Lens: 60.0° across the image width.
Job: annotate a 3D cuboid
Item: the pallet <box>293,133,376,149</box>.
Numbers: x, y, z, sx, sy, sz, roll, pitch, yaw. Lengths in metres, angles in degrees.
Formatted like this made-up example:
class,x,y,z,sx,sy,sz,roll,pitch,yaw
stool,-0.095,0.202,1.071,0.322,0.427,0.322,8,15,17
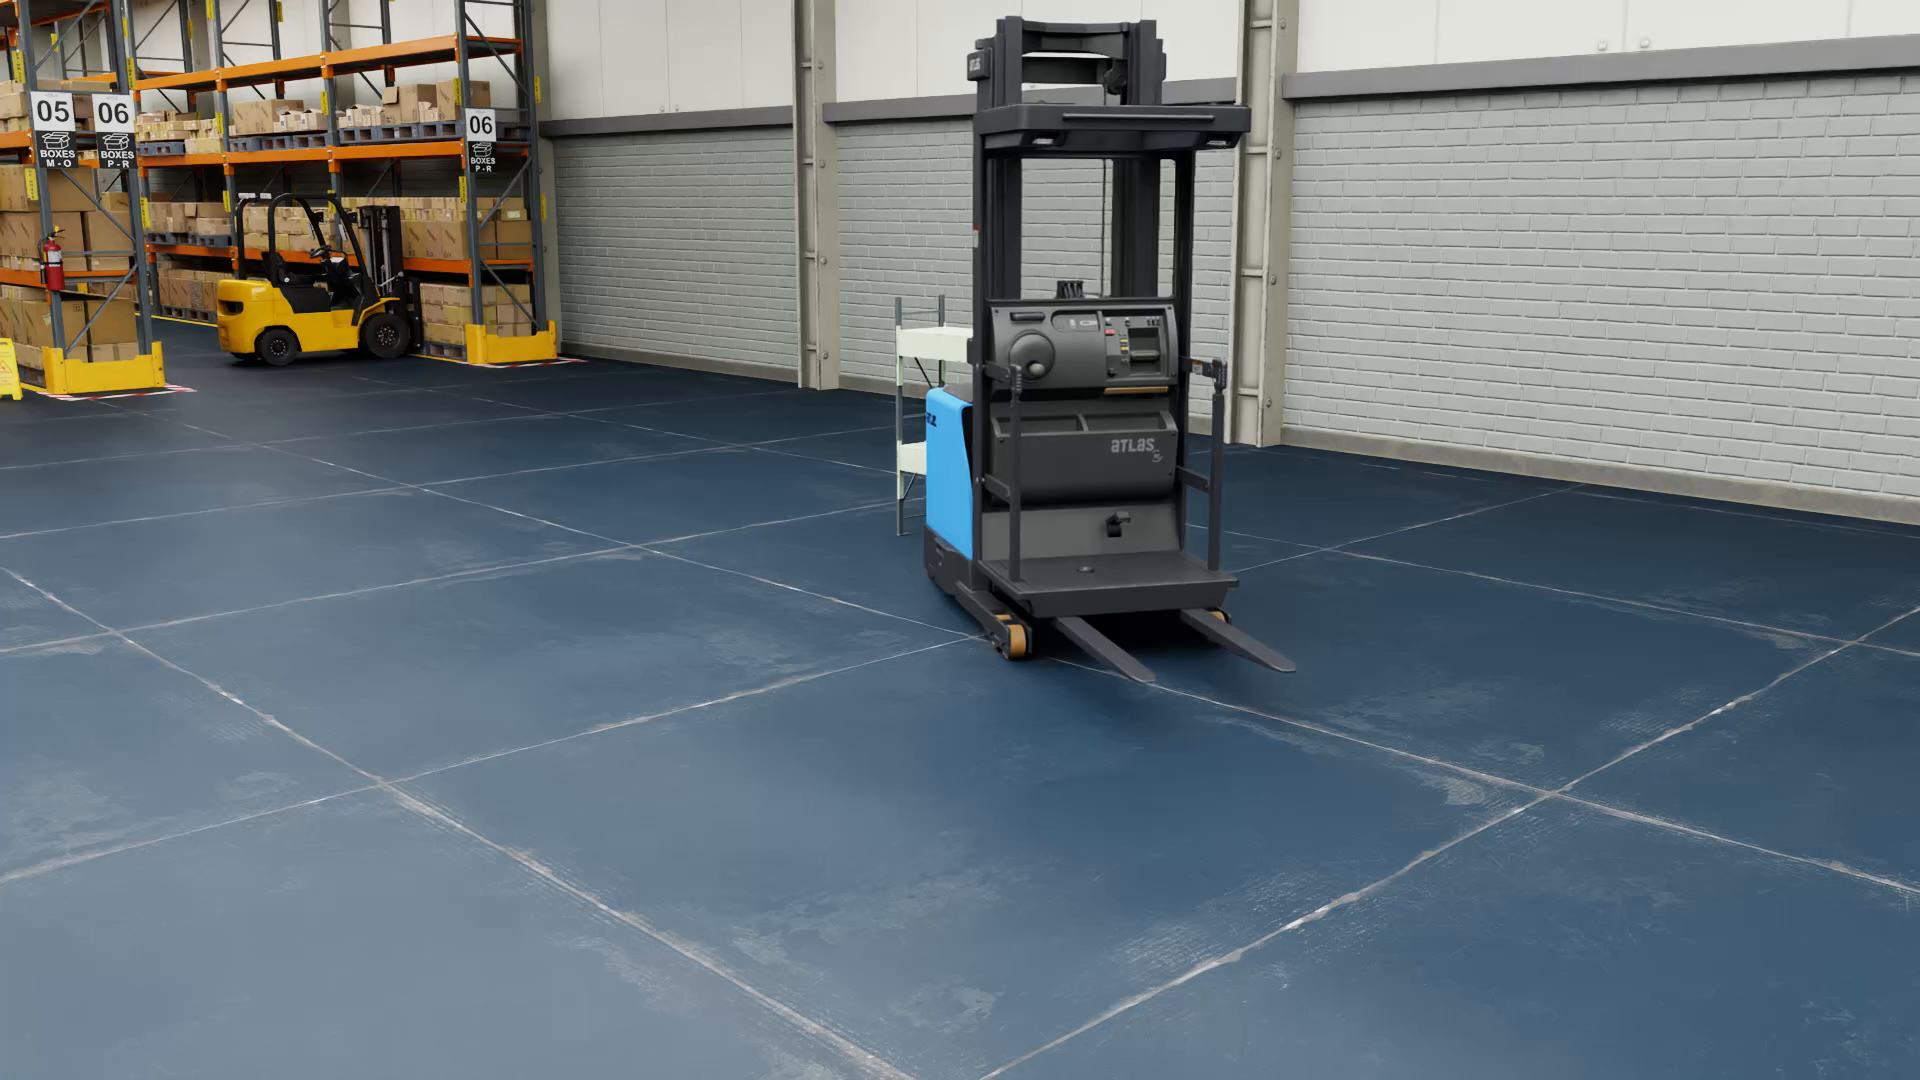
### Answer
class,x,y,z,sx,sy,sz,roll,pitch,yaw
pallet,-9.280,-5.923,24.769,1.217,0.209,0.805,11,16,43

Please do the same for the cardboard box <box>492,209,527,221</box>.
class,x,y,z,sx,sy,sz,roll,pitch,yaw
cardboard box,-5.946,-4.290,21.943,0.250,0.149,0.380,11,16,44

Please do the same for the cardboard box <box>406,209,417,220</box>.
class,x,y,z,sx,sy,sz,roll,pitch,yaw
cardboard box,-7.245,-4.399,22.476,0.380,0.149,0.250,-11,16,-42

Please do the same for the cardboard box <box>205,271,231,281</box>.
class,x,y,z,sx,sy,sz,roll,pitch,yaw
cardboard box,-12.631,-4.502,28.376,0.380,0.149,0.250,-11,16,-43

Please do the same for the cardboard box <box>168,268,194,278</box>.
class,x,y,z,sx,sy,sz,roll,pitch,yaw
cardboard box,-13.884,-4.769,29.670,0.250,0.149,0.380,11,16,44

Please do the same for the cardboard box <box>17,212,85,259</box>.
class,x,y,z,sx,sy,sz,roll,pitch,yaw
cardboard box,-10.061,-3.381,18.401,0.500,0.500,0.500,-11,16,-44

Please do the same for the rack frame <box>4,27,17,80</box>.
class,x,y,z,sx,sy,sz,roll,pitch,yaw
rack frame,-12.249,-6.667,20.471,1.000,3.000,0.127,-11,16,-43

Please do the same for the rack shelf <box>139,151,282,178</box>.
class,x,y,z,sx,sy,sz,roll,pitch,yaw
rack shelf,-12.805,-6.413,28.457,1.077,0.370,4.000,-11,16,-43

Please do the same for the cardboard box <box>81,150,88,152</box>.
class,x,y,z,sx,sy,sz,roll,pitch,yaw
cardboard box,-16.474,-7.540,31.774,0.500,0.250,0.500,-10,16,-41

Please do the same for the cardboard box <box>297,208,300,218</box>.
class,x,y,z,sx,sy,sz,roll,pitch,yaw
cardboard box,-9.793,-4.952,25.157,0.250,0.149,0.380,11,16,44

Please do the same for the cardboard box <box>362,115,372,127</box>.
class,x,y,z,sx,sy,sz,roll,pitch,yaw
cardboard box,-8.040,-5.802,23.039,0.380,0.149,0.250,-10,15,-41

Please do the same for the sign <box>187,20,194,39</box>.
class,x,y,z,sx,sy,sz,roll,pitch,yaw
sign,-13.789,-9.140,29.767,0.100,0.325,0.005,-11,16,-43

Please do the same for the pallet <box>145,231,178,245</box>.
class,x,y,z,sx,sy,sz,roll,pitch,yaw
pallet,-13.713,-5.363,29.483,1.003,0.211,1.213,-11,16,-43

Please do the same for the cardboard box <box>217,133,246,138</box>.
class,x,y,z,sx,sy,sz,roll,pitch,yaw
cardboard box,-11.843,-6.614,27.031,0.380,0.149,0.250,-10,16,-41

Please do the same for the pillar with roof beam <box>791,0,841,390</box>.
class,x,y,z,sx,sy,sz,roll,pitch,yaw
pillar with roof beam,-4.698,-5.527,14.939,9.100,9.000,0.400,-11,16,-43

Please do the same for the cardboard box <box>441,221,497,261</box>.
class,x,y,z,sx,sy,sz,roll,pitch,yaw
cardboard box,-6.429,-3.921,21.764,0.500,0.500,0.500,-11,16,-44

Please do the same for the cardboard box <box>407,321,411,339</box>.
class,x,y,z,sx,sy,sz,roll,pitch,yaw
cardboard box,-7.503,-2.942,23.029,0.500,0.250,0.500,-10,15,-41

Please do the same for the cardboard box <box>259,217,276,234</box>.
class,x,y,z,sx,sy,sz,roll,pitch,yaw
cardboard box,-10.601,-4.925,26.017,0.500,0.250,0.500,11,16,44

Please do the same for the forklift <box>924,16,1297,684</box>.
class,x,y,z,sx,sy,sz,roll,pitch,yaw
forklift,0.663,-0.967,7.842,1.130,2.935,3.031,-3,12,-14

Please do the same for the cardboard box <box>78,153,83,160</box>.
class,x,y,z,sx,sy,sz,roll,pitch,yaw
cardboard box,-16.897,-7.440,32.277,0.380,0.149,0.250,-10,16,-41

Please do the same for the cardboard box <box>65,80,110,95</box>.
class,x,y,z,sx,sy,sz,roll,pitch,yaw
cardboard box,-9.584,-4.962,18.275,0.380,0.149,0.250,-11,16,-43

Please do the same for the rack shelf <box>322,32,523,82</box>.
class,x,y,z,sx,sy,sz,roll,pitch,yaw
rack shelf,-7.280,-6.519,22.527,1.077,0.370,4.000,-11,16,-43

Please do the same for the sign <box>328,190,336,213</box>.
class,x,y,z,sx,sy,sz,roll,pitch,yaw
sign,-9.047,-4.872,23.954,0.100,0.325,0.005,-11,16,-43

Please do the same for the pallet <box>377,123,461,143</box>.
class,x,y,z,sx,sy,sz,roll,pitch,yaw
pallet,-7.215,-5.548,22.692,1.003,0.211,1.213,-11,16,-43

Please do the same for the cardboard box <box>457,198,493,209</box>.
class,x,y,z,sx,sy,sz,roll,pitch,yaw
cardboard box,-6.299,-4.373,21.609,0.380,0.149,0.250,-11,16,-42

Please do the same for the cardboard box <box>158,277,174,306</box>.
class,x,y,z,sx,sy,sz,roll,pitch,yaw
cardboard box,-14.015,-4.468,29.819,0.500,0.500,0.500,-10,15,-40

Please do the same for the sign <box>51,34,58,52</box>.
class,x,y,z,sx,sy,sz,roll,pitch,yaw
sign,-17.341,-9.531,31.863,0.100,0.325,0.005,-11,16,-43

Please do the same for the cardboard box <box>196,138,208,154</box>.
class,x,y,z,sx,sy,sz,roll,pitch,yaw
cardboard box,-12.302,-6.515,27.537,0.500,0.250,0.500,-11,16,-42

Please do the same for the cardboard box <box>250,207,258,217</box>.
class,x,y,z,sx,sy,sz,roll,pitch,yaw
cardboard box,-11.035,-5.211,26.417,0.380,0.149,0.250,-10,16,-41

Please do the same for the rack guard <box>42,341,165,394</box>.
class,x,y,z,sx,sy,sz,roll,pitch,yaw
rack guard,-9.539,-1.932,18.549,1.175,0.500,0.348,-11,16,-43

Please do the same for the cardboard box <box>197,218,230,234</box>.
class,x,y,z,sx,sy,sz,roll,pitch,yaw
cardboard box,-12.387,-5.246,27.771,0.500,0.250,0.500,11,16,42

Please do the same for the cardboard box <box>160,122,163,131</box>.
class,x,y,z,sx,sy,sz,roll,pitch,yaw
cardboard box,-13.501,-7.095,28.580,0.380,0.149,0.250,-11,16,-42

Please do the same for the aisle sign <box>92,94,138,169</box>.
class,x,y,z,sx,sy,sz,roll,pitch,yaw
aisle sign,-9.220,-4.452,18.147,0.394,0.787,0.004,-11,16,-43

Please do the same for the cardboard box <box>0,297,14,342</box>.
class,x,y,z,sx,sy,sz,roll,pitch,yaw
cardboard box,-10.935,-2.602,19.523,0.500,0.500,0.500,11,16,44

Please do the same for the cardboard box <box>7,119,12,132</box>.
class,x,y,z,sx,sy,sz,roll,pitch,yaw
cardboard box,-10.290,-4.580,18.395,0.380,0.149,0.250,-10,15,-41

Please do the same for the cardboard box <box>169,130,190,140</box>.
class,x,y,z,sx,sy,sz,roll,pitch,yaw
cardboard box,-13.187,-6.870,28.222,0.380,0.149,0.250,-10,16,-41

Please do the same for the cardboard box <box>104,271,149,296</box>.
class,x,y,z,sx,sy,sz,roll,pitch,yaw
cardboard box,-16.032,-4.921,32.018,0.700,0.500,0.500,-10,15,-40

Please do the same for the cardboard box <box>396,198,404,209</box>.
class,x,y,z,sx,sy,sz,roll,pitch,yaw
cardboard box,-7.524,-4.635,22.881,0.380,0.149,0.250,-11,16,-42

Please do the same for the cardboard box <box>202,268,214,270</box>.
class,x,y,z,sx,sy,sz,roll,pitch,yaw
cardboard box,-13.364,-4.802,29.833,0.380,0.149,0.250,-11,16,-42

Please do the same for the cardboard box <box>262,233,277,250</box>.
class,x,y,z,sx,sy,sz,roll,pitch,yaw
cardboard box,-10.590,-4.684,26.086,0.500,0.250,0.500,11,16,43

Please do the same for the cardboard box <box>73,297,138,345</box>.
class,x,y,z,sx,sy,sz,roll,pitch,yaw
cardboard box,-9.860,-2.531,19.177,0.500,0.500,0.500,11,16,43

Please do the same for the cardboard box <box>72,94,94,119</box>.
class,x,y,z,sx,sy,sz,roll,pitch,yaw
cardboard box,-9.641,-4.797,18.462,0.500,0.250,0.500,-11,16,-44

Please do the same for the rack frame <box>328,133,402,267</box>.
class,x,y,z,sx,sy,sz,roll,pitch,yaw
rack frame,-8.661,-4.421,24.437,1.000,3.000,0.127,-11,16,-43

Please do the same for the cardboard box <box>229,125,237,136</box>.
class,x,y,z,sx,sy,sz,roll,pitch,yaw
cardboard box,-11.403,-6.521,26.486,0.380,0.166,0.250,-11,16,-43

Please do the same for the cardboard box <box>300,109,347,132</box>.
class,x,y,z,sx,sy,sz,roll,pitch,yaw
cardboard box,-9.338,-6.173,24.438,0.500,0.311,0.500,11,16,43

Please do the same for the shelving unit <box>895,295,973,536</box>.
class,x,y,z,sx,sy,sz,roll,pitch,yaw
shelving unit,0.005,-0.734,10.255,0.431,1.500,0.755,-11,16,-43

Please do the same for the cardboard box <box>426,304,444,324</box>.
class,x,y,z,sx,sy,sz,roll,pitch,yaw
cardboard box,-6.800,-3.043,22.284,0.500,0.250,0.500,-11,16,-43

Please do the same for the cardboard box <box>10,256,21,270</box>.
class,x,y,z,sx,sy,sz,roll,pitch,yaw
cardboard box,-10.516,-3.142,18.851,0.380,0.149,0.250,-11,16,-42
